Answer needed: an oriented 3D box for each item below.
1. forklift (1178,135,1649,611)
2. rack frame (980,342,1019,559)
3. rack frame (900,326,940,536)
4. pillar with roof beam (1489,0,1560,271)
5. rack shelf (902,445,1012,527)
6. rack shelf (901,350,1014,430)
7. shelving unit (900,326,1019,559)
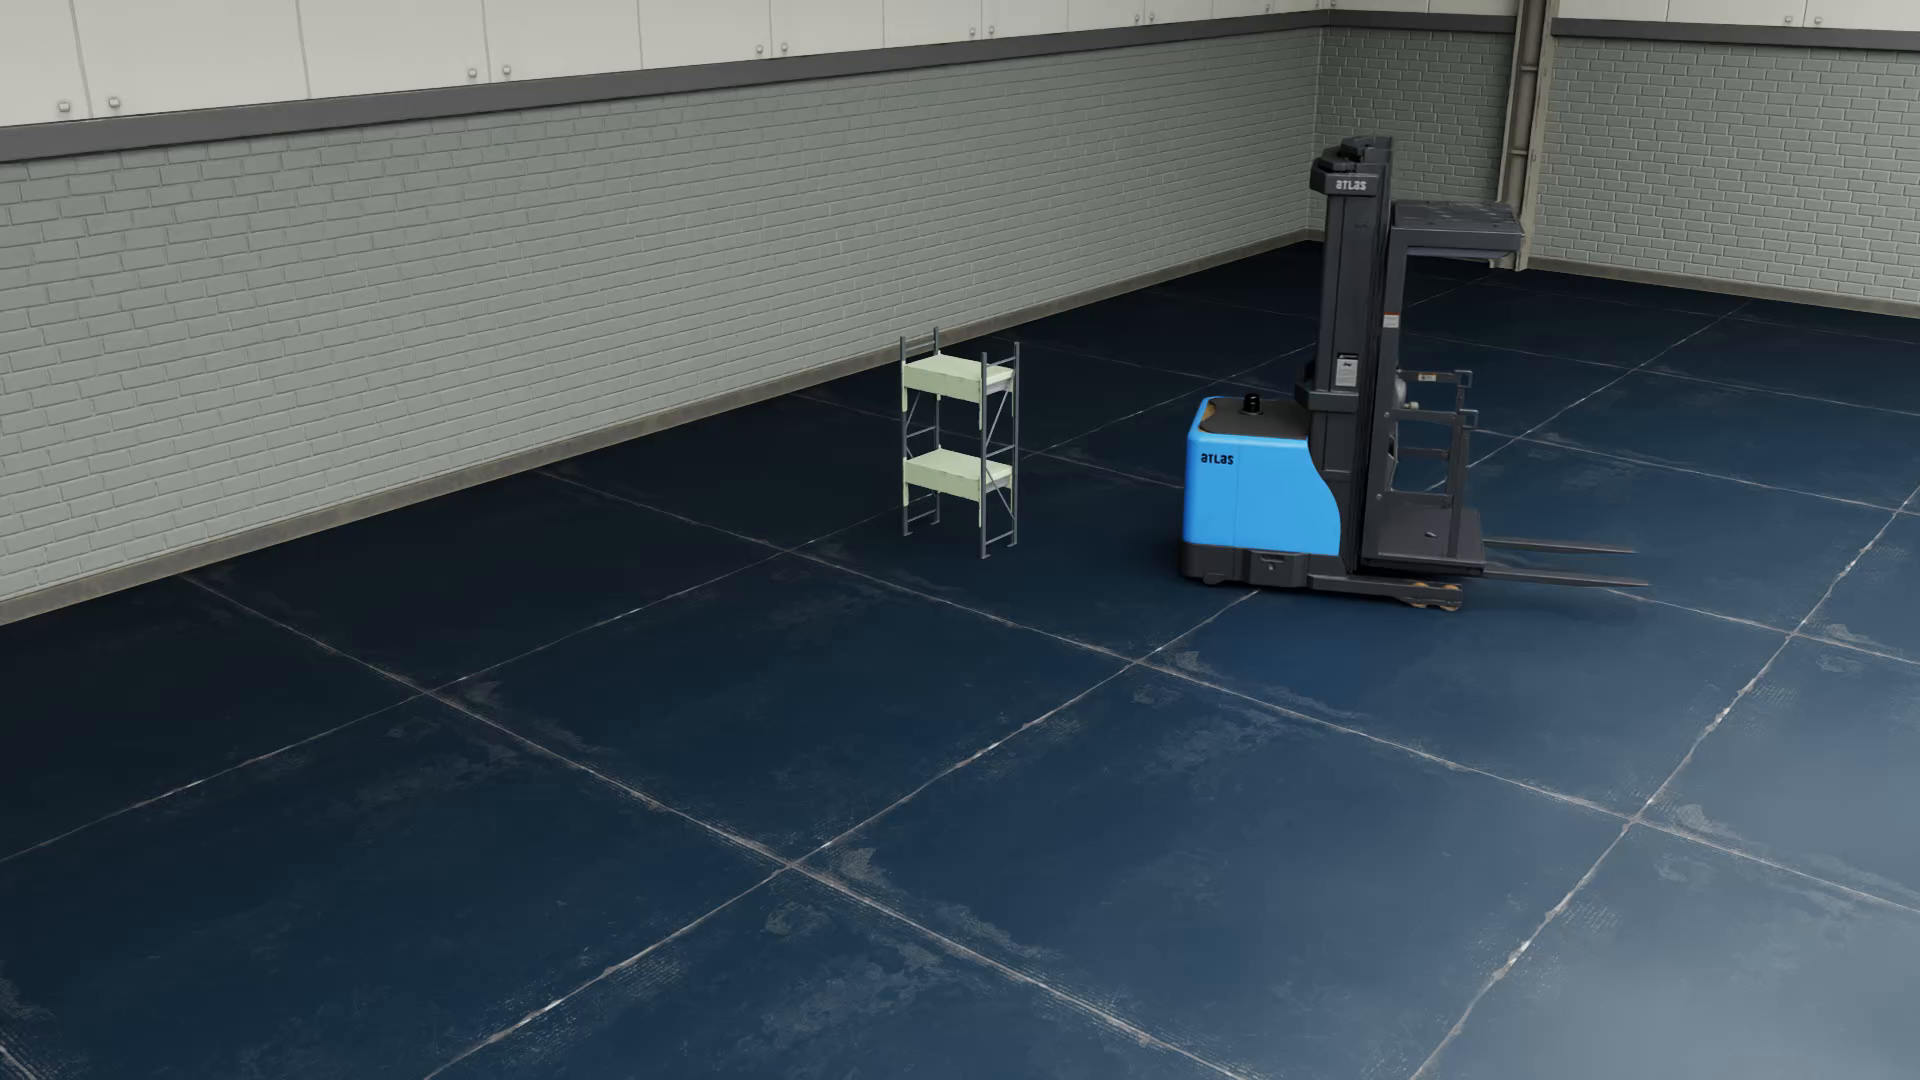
[{"bbox_3d":[3.070,-1.113,10.967,3.031,2.935,1.130,5,21,13],"label":"forklift"},{"bbox_3d":[0.278,-0.622,11.691,0.023,1.500,0.400,16,26,36],"label":"rack frame"},{"bbox_3d":[-0.289,-0.785,12.124,0.023,1.500,0.400,16,26,36],"label":"rack frame"},{"bbox_3d":[4.371,-6.558,16.806,0.400,9.000,9.100,16,26,36],"label":"pillar with roof beam"},{"bbox_3d":[-0.005,-0.398,12.023,0.720,0.370,0.431,16,26,36],"label":"rack shelf"},{"bbox_3d":[-0.005,-1.068,11.770,0.720,0.370,0.431,16,26,36],"label":"rack shelf"},{"bbox_3d":[-0.005,-0.703,11.907,0.755,1.500,0.431,16,26,36],"label":"shelving unit"}]
